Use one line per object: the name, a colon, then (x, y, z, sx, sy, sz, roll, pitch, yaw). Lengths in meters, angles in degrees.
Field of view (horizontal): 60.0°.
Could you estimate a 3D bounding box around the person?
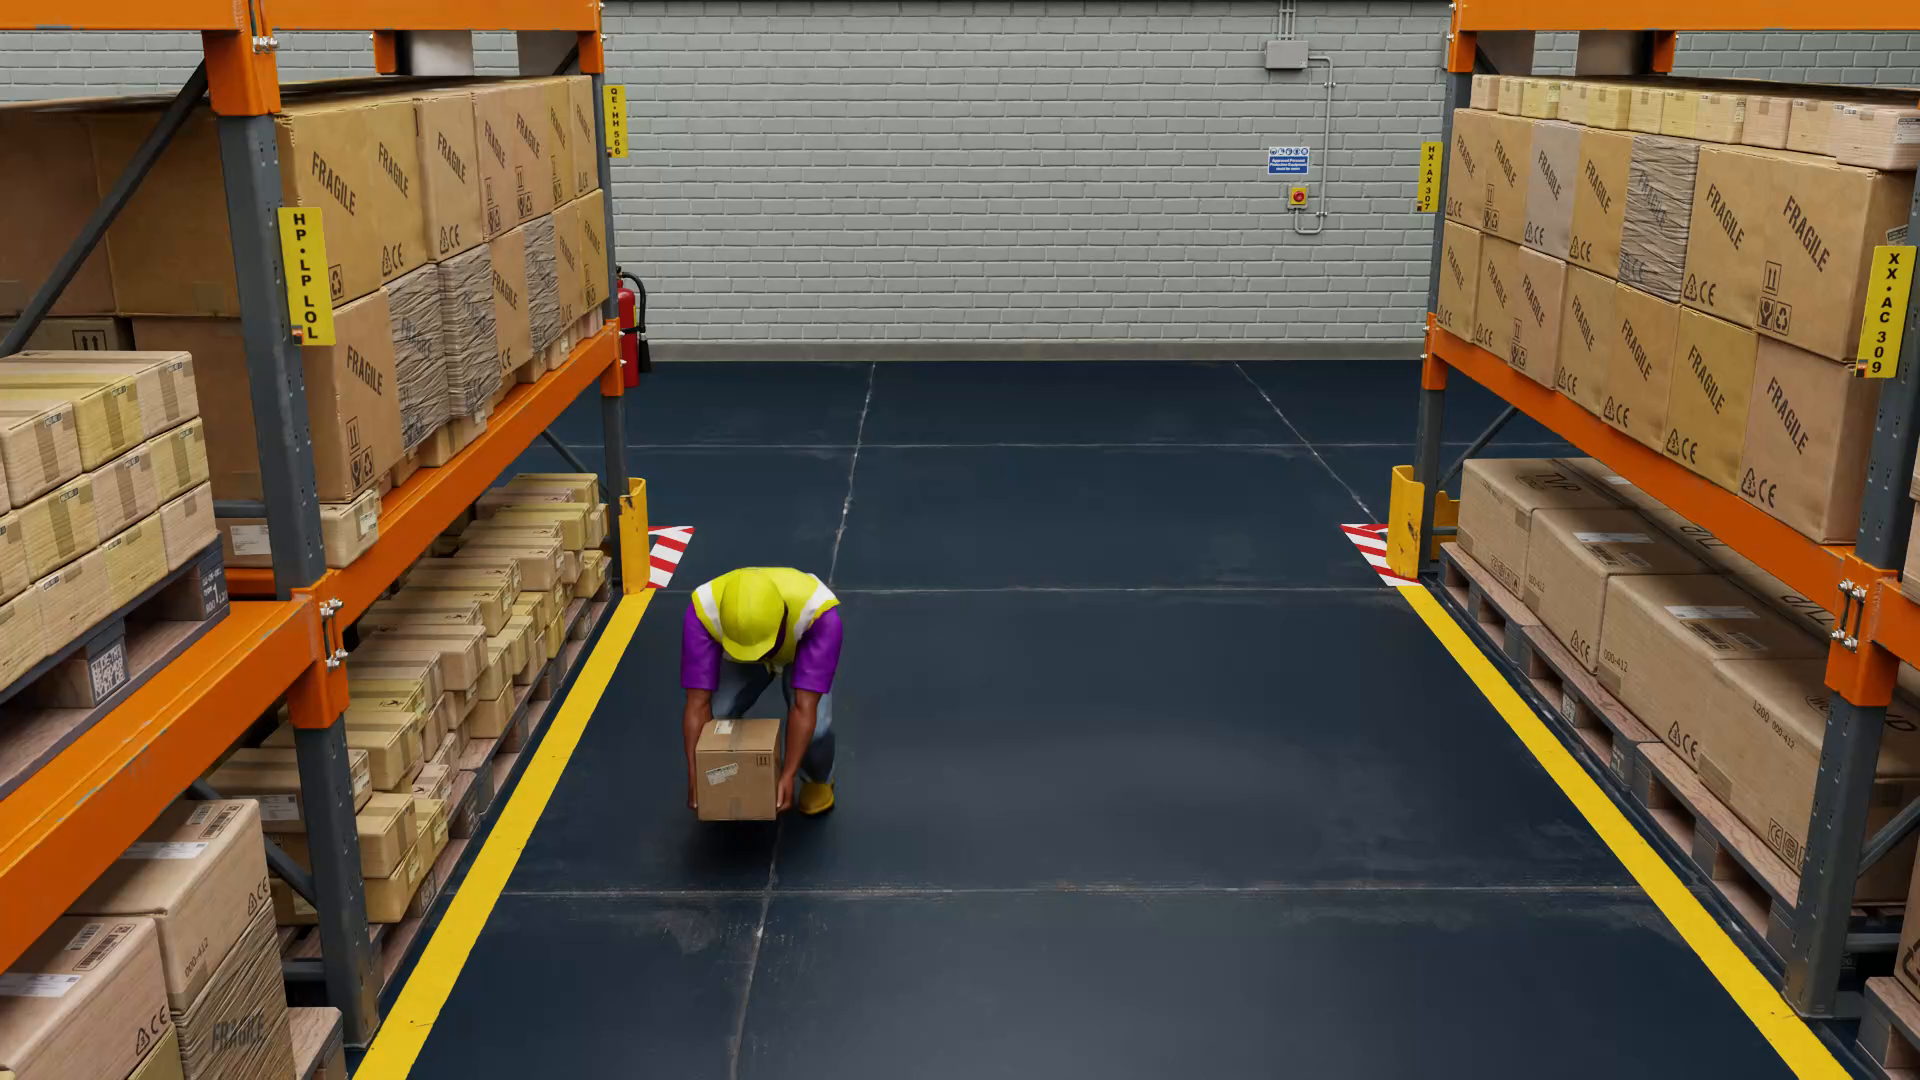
person: (-0.646, 0.490, 5.706, 0.535, 1.011, 0.916, 2, 17, 7)
